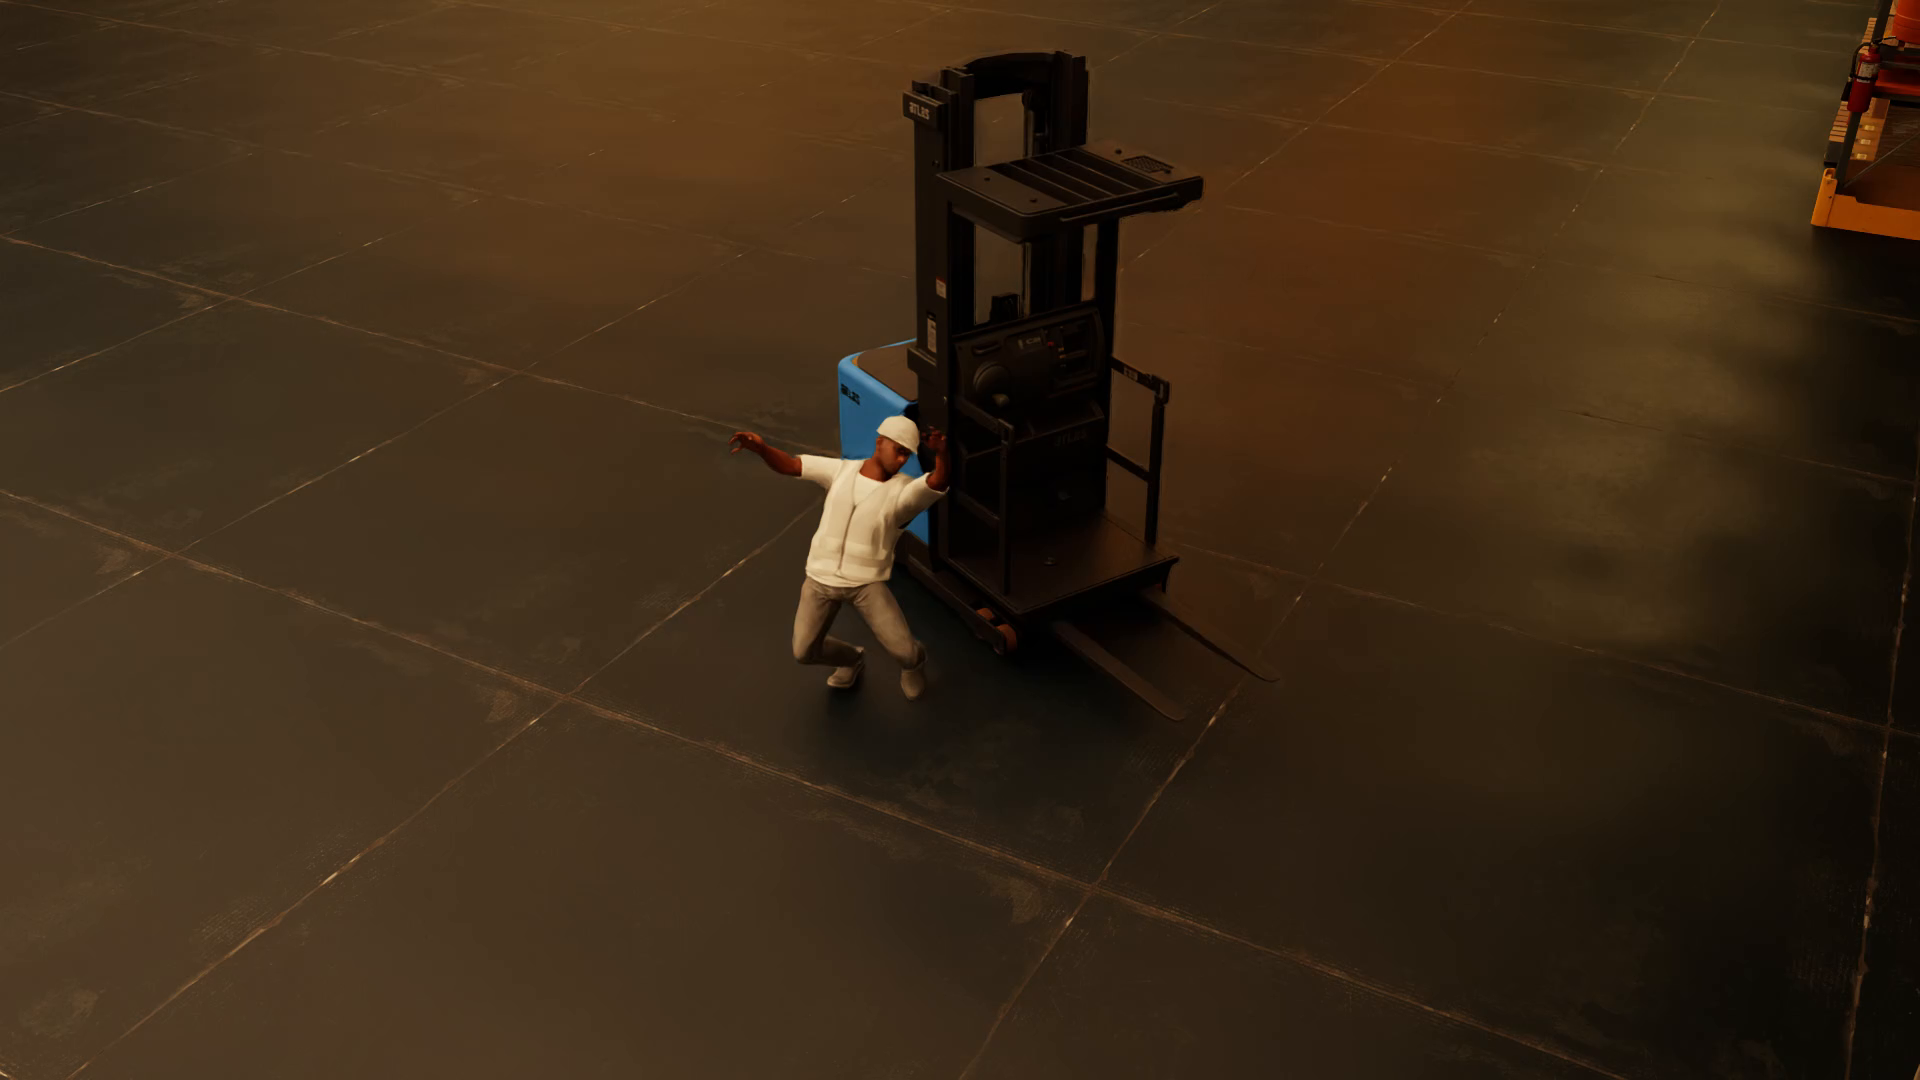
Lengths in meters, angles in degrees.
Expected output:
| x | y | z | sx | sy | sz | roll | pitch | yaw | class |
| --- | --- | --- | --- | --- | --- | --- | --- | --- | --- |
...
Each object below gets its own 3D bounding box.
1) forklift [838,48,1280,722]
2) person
| x | y | z | sx | sy | sz | roll | pitch | yaw | class |
| --- | --- | --- | --- | --- | --- | --- | --- | --- | --- |
| 0.499 | -0.922 | 8.668 | 1.130 | 2.935 | 3.031 | -18 | 35 | -28 | forklift |
| -0.520 | 0.048 | 8.267 | 1.035 | 1.645 | 0.743 | 8 | 31 | 13 | person |
